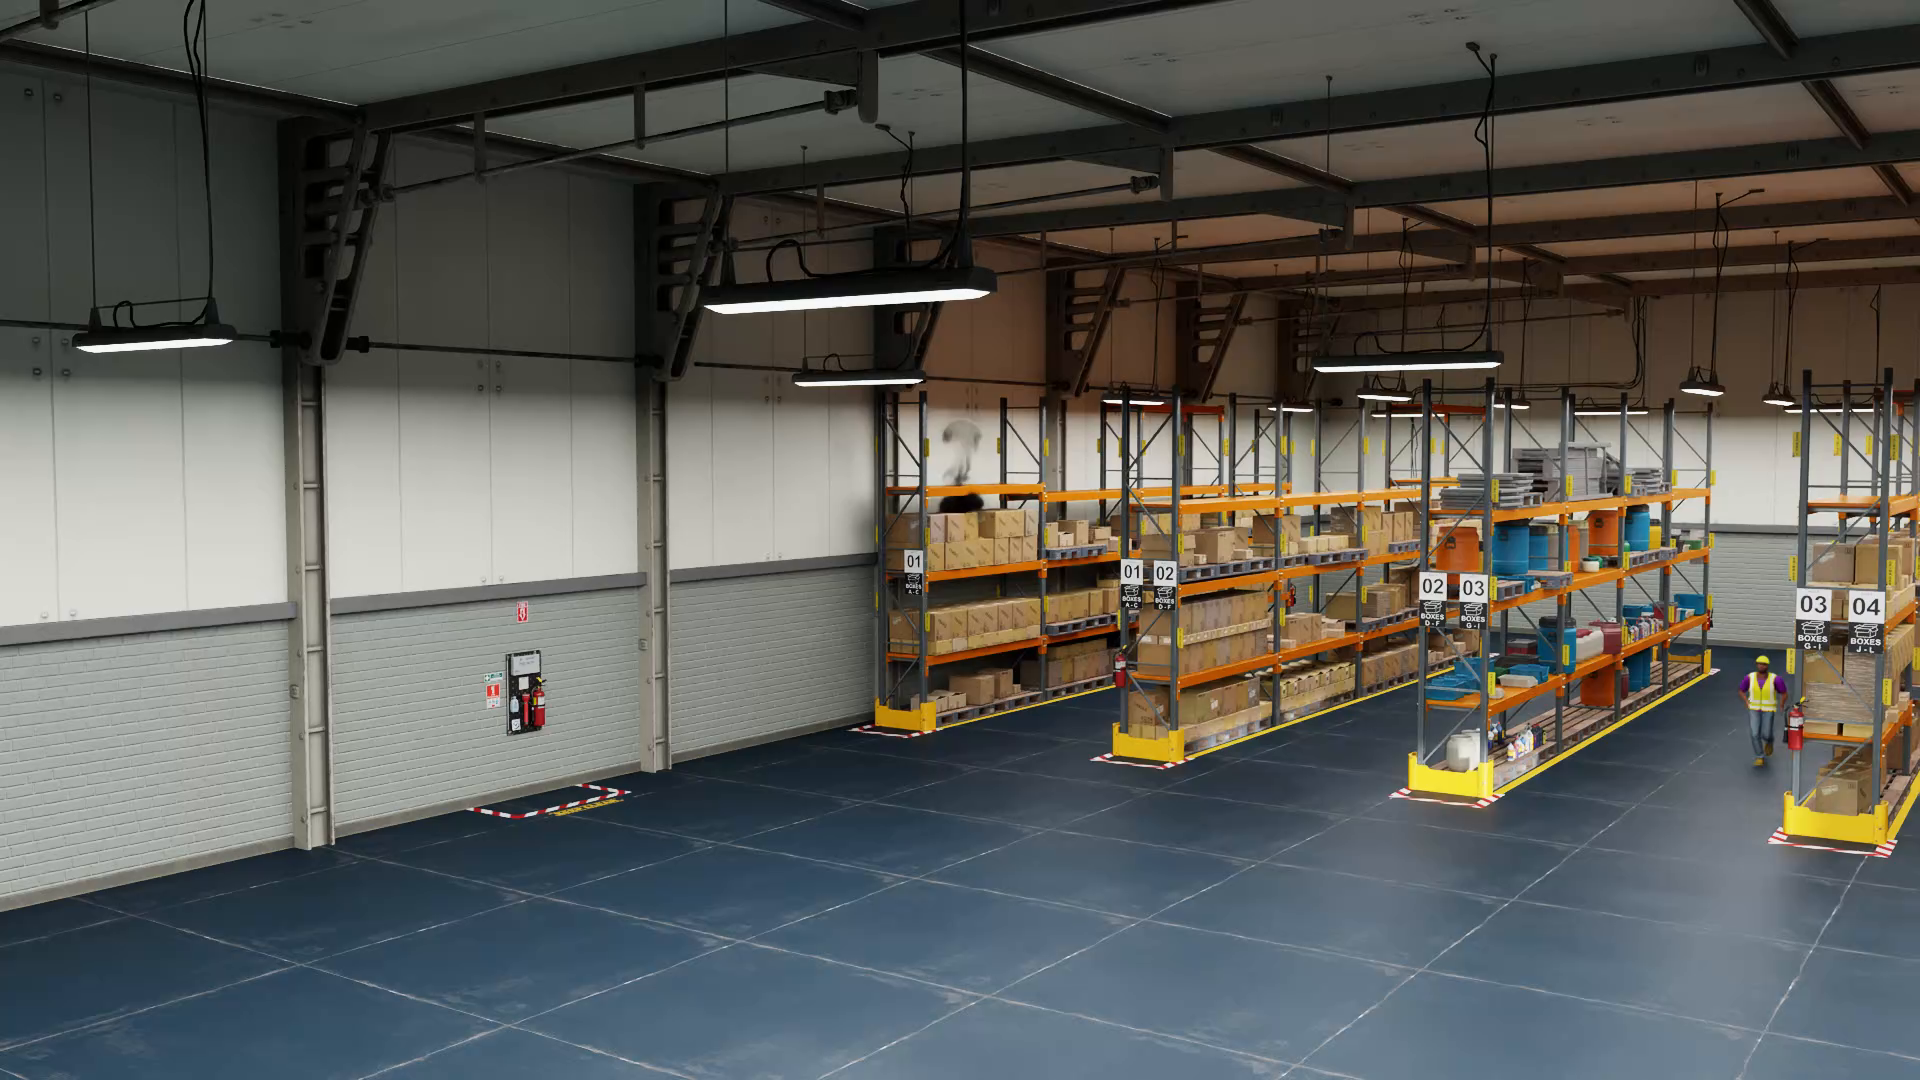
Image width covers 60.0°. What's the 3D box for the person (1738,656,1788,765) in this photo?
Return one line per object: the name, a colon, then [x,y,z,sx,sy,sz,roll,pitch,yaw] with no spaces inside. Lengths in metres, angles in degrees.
person: [12.677,2.688,26.294,0.703,1.723,0.587,2,4,32]
